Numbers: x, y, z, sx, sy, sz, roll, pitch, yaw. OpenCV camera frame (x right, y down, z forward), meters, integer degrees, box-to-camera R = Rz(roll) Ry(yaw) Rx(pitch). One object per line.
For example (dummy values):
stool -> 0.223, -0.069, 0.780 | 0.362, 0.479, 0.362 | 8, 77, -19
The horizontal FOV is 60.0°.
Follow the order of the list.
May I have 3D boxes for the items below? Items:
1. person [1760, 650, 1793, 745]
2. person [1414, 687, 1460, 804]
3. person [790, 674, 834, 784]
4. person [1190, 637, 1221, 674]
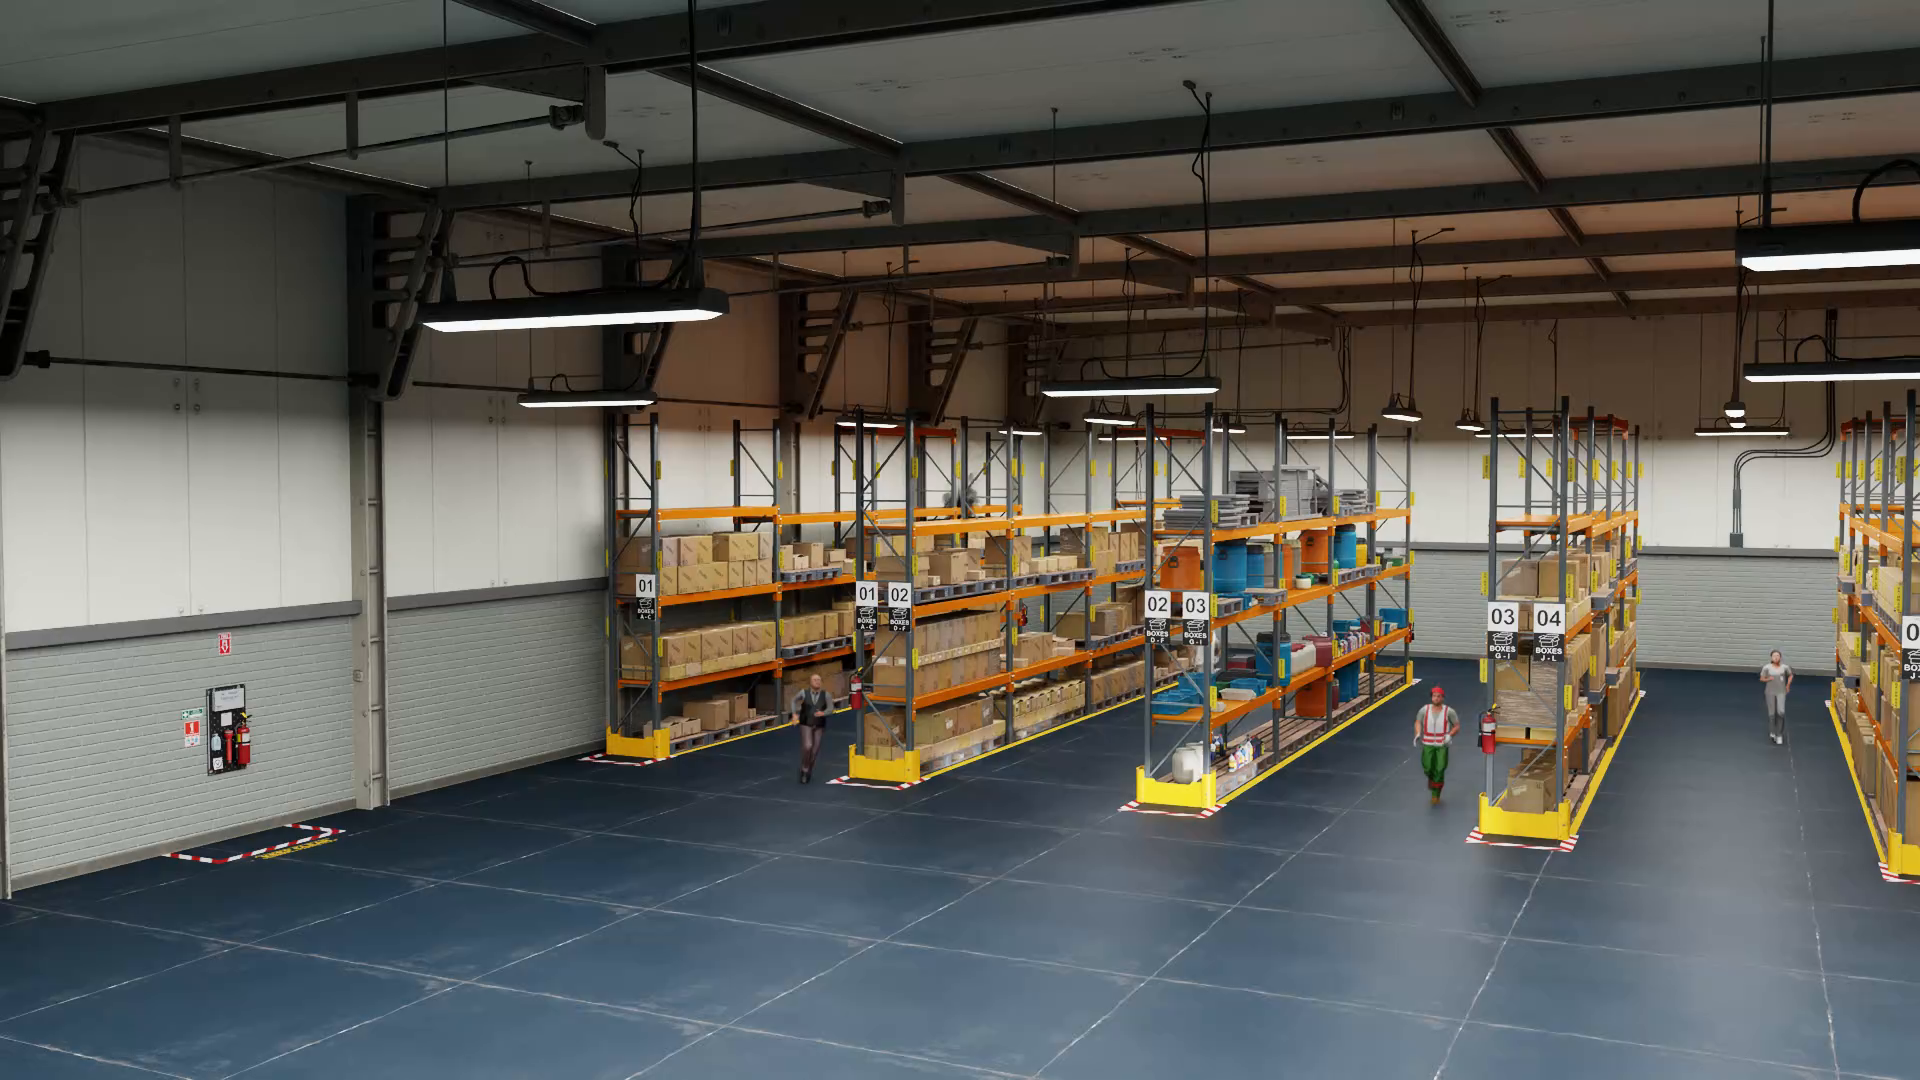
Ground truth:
person -> 15.003, 2.877, 30.575 | 0.546, 1.716, 0.720 | 1, 3, 27
person -> 7.189, 3.088, 25.071 | 0.666, 1.749, 0.596 | 1, 3, 23
person -> -2.389, 3.035, 26.775 | 0.594, 1.740, 0.685 | -1, 3, -19
person -> 5.236, 2.646, 35.370 | 0.680, 1.743, 0.723 | 0, 2, 11
